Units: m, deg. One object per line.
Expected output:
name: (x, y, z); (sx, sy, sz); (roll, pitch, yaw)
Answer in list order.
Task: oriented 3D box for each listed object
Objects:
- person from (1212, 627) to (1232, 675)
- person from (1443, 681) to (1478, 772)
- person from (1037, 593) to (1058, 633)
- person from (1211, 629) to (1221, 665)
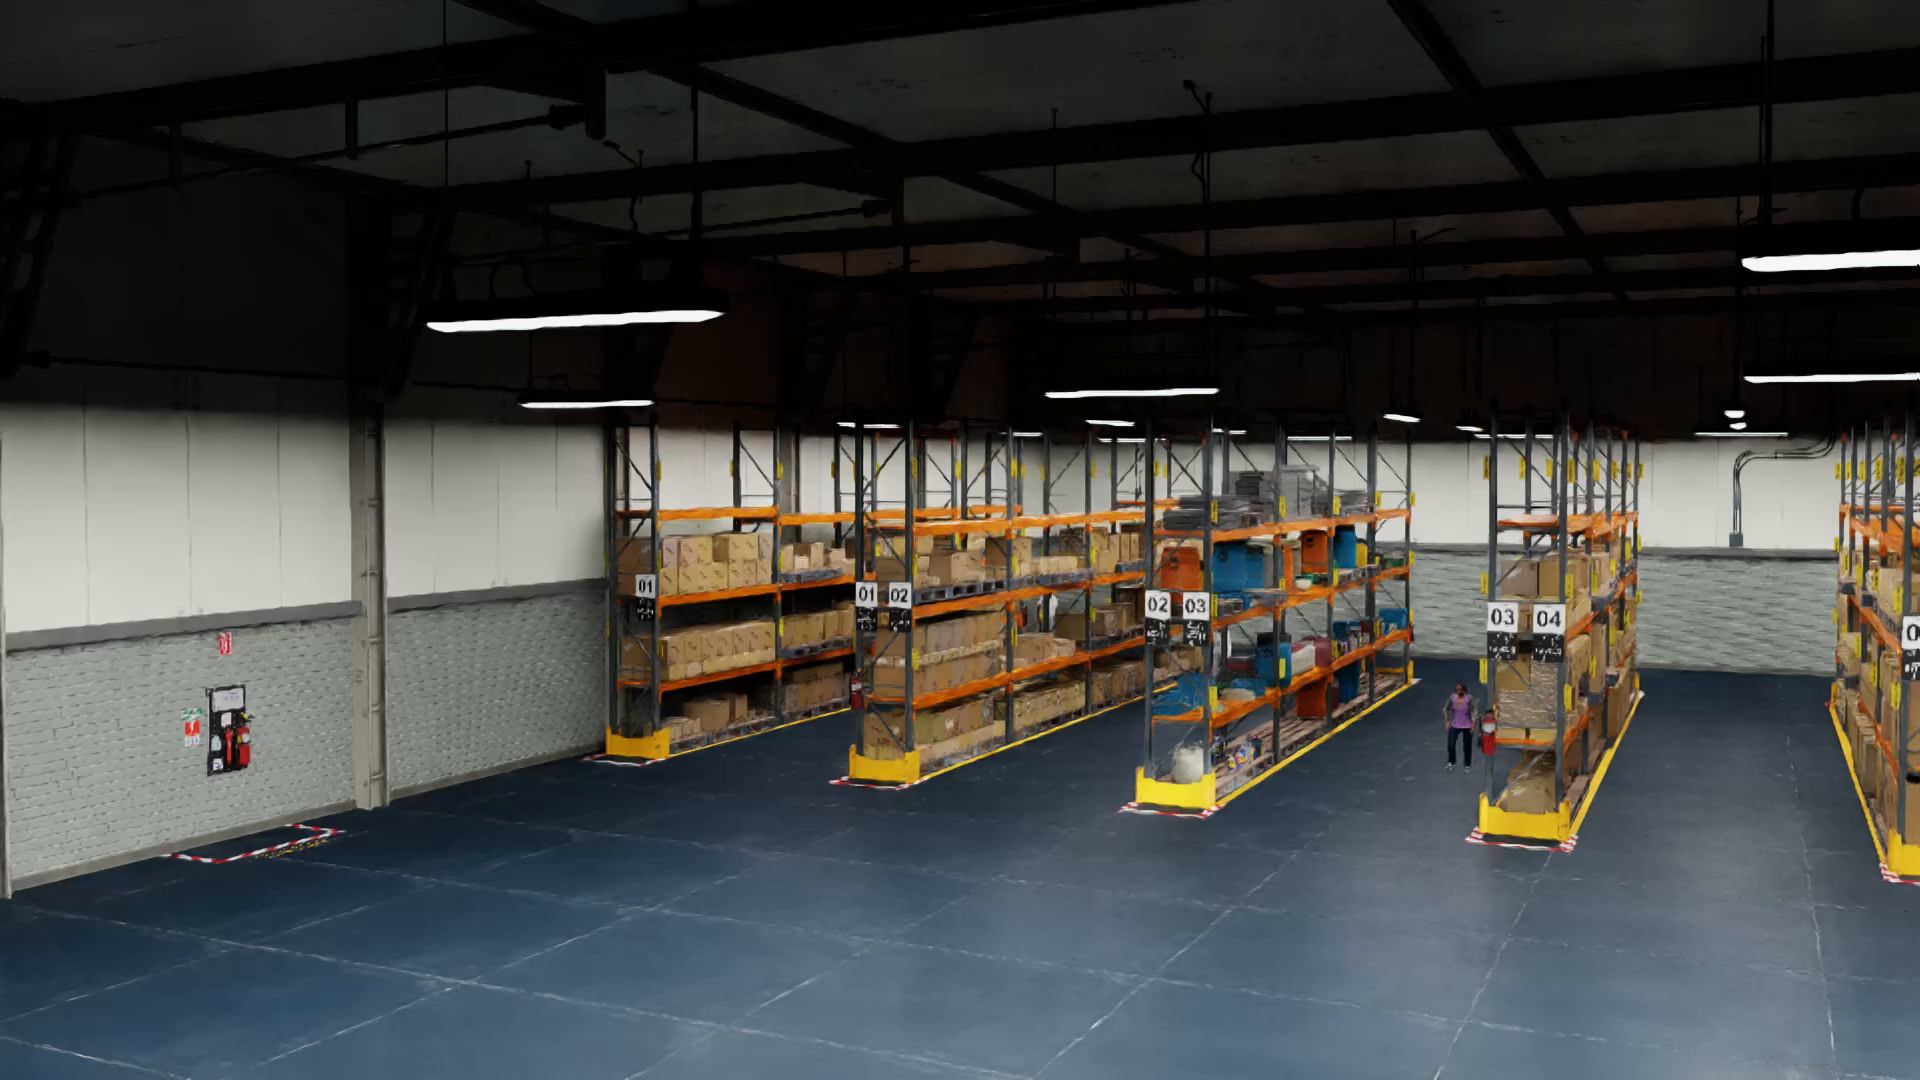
person: (5.962, 2.593, 37.899); (0.497, 1.613, 0.989); (1, 3, 24)
person: (8.278, 3.088, 27.500); (0.566, 1.526, 0.519); (1, 3, 23)
person: (2.469, 2.146, 47.260); (0.609, 1.754, 0.578); (0, 2, -11)
person: (6.347, 2.384, 42.562); (0.720, 1.643, 0.526); (-2, 3, -32)
